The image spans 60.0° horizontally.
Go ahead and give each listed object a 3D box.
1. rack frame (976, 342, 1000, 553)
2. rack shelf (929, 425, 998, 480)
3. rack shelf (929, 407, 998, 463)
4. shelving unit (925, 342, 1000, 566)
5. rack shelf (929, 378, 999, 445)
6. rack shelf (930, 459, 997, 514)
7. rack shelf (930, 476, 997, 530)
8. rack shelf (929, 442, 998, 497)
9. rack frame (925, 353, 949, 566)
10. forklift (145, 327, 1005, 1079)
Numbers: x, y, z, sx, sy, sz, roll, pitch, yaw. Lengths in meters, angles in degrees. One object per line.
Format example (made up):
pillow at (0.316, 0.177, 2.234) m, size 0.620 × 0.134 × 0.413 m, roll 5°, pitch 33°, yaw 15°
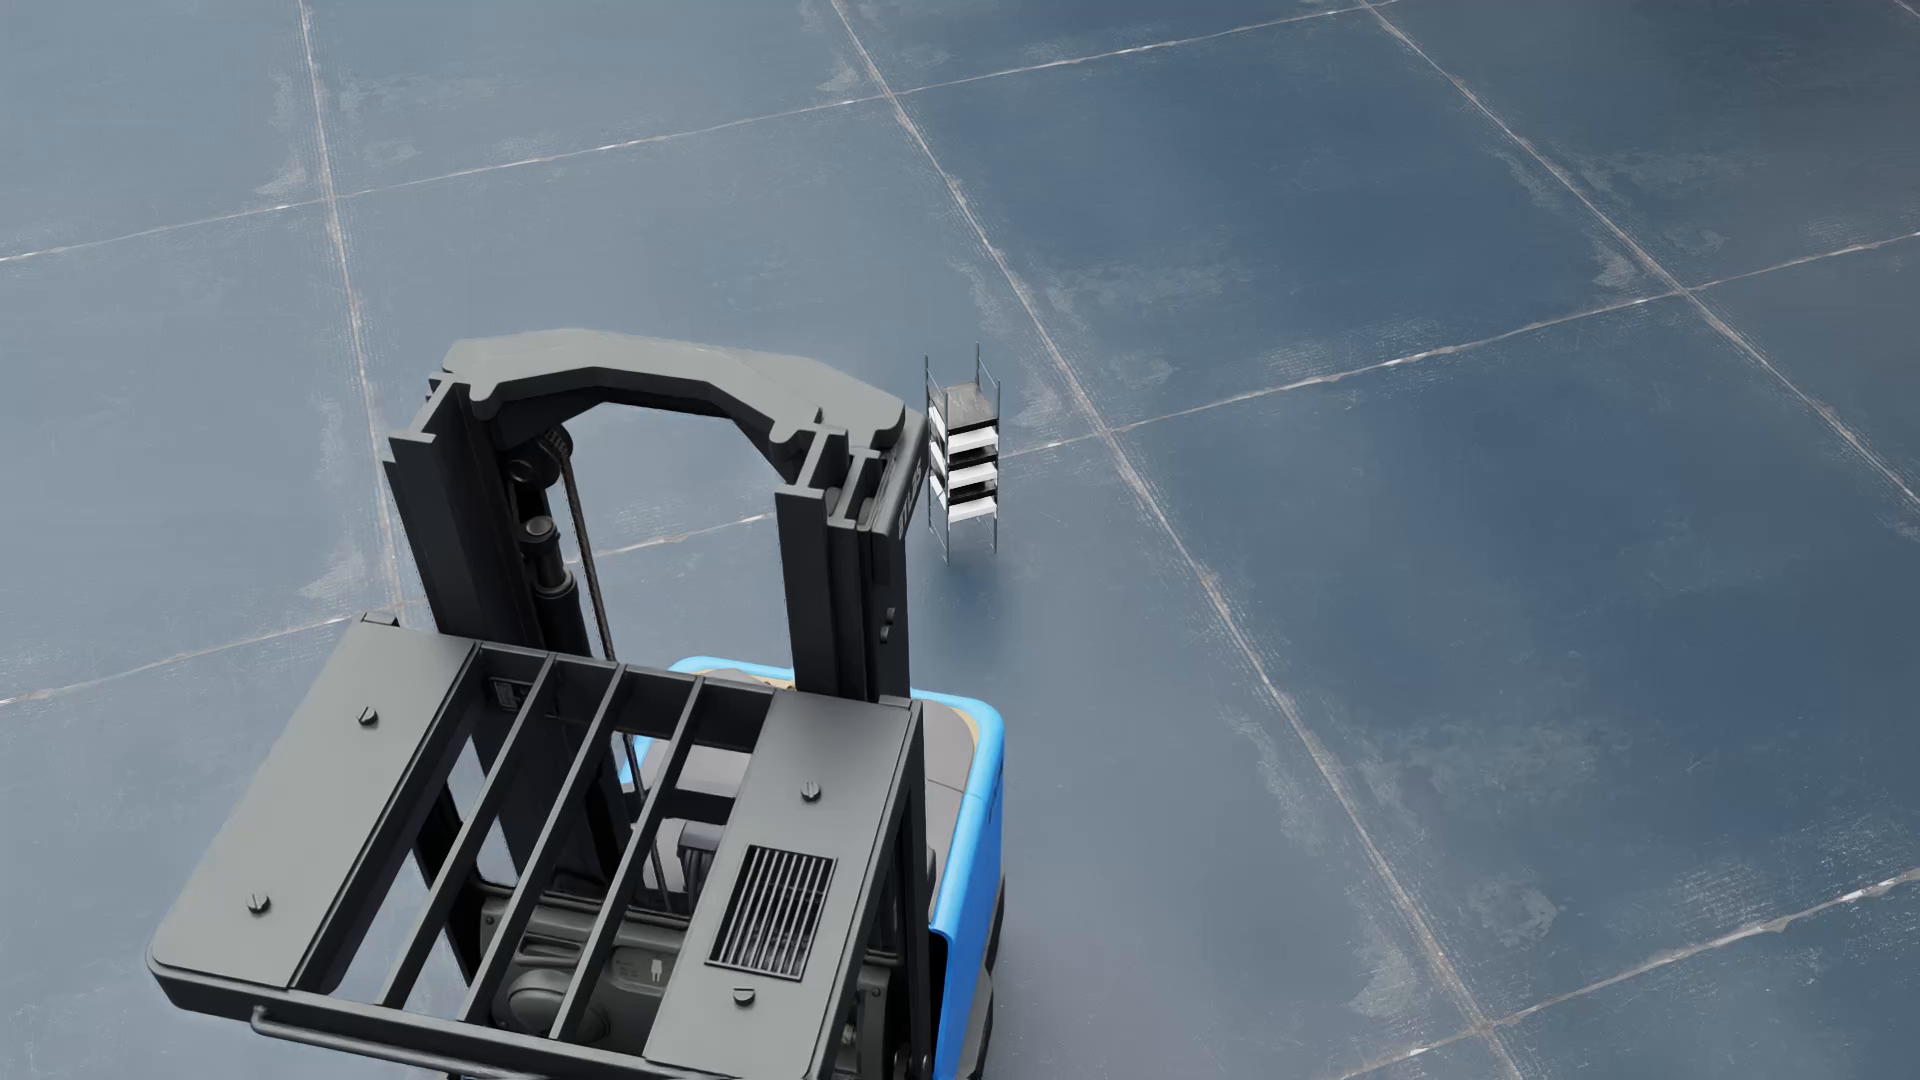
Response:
rack frame at (0.103, -0.344, 6.458) m, size 0.006 × 0.900 × 0.240 m, roll -14°, pitch 47°, yaw -14°
rack shelf at (0.008, -0.360, 6.393) m, size 0.200 × 0.077 × 0.258 m, roll -14°, pitch 47°, yaw -14°
rack shelf at (0.008, -0.423, 6.329) m, size 0.200 × 0.077 × 0.258 m, roll -14°, pitch 47°, yaw -14°
shelving unit at (0.008, -0.320, 6.433) m, size 0.210 × 0.900 × 0.258 m, roll -14°, pitch 47°, yaw -14°
rack shelf at (0.008, -0.487, 6.266) m, size 0.200 × 0.077 × 0.258 m, roll -14°, pitch 47°, yaw -14°
rack shelf at (0.008, -0.233, 6.521) m, size 0.200 × 0.077 × 0.258 m, roll -14°, pitch 47°, yaw -14°
rack shelf at (0.008, -0.169, 6.584) m, size 0.200 × 0.077 × 0.258 m, roll -14°, pitch 47°, yaw -14°
rack shelf at (0.008, -0.296, 6.457) m, size 0.200 × 0.077 × 0.258 m, roll -14°, pitch 47°, yaw -14°
rack frame at (-0.088, -0.295, 6.409) m, size 0.006 × 0.900 × 0.240 m, roll -14°, pitch 47°, yaw -14°
forklift at (-0.657, 1.145, 3.539) m, size 1.130 × 2.935 × 3.031 m, roll 8°, pitch 46°, yaw 8°
